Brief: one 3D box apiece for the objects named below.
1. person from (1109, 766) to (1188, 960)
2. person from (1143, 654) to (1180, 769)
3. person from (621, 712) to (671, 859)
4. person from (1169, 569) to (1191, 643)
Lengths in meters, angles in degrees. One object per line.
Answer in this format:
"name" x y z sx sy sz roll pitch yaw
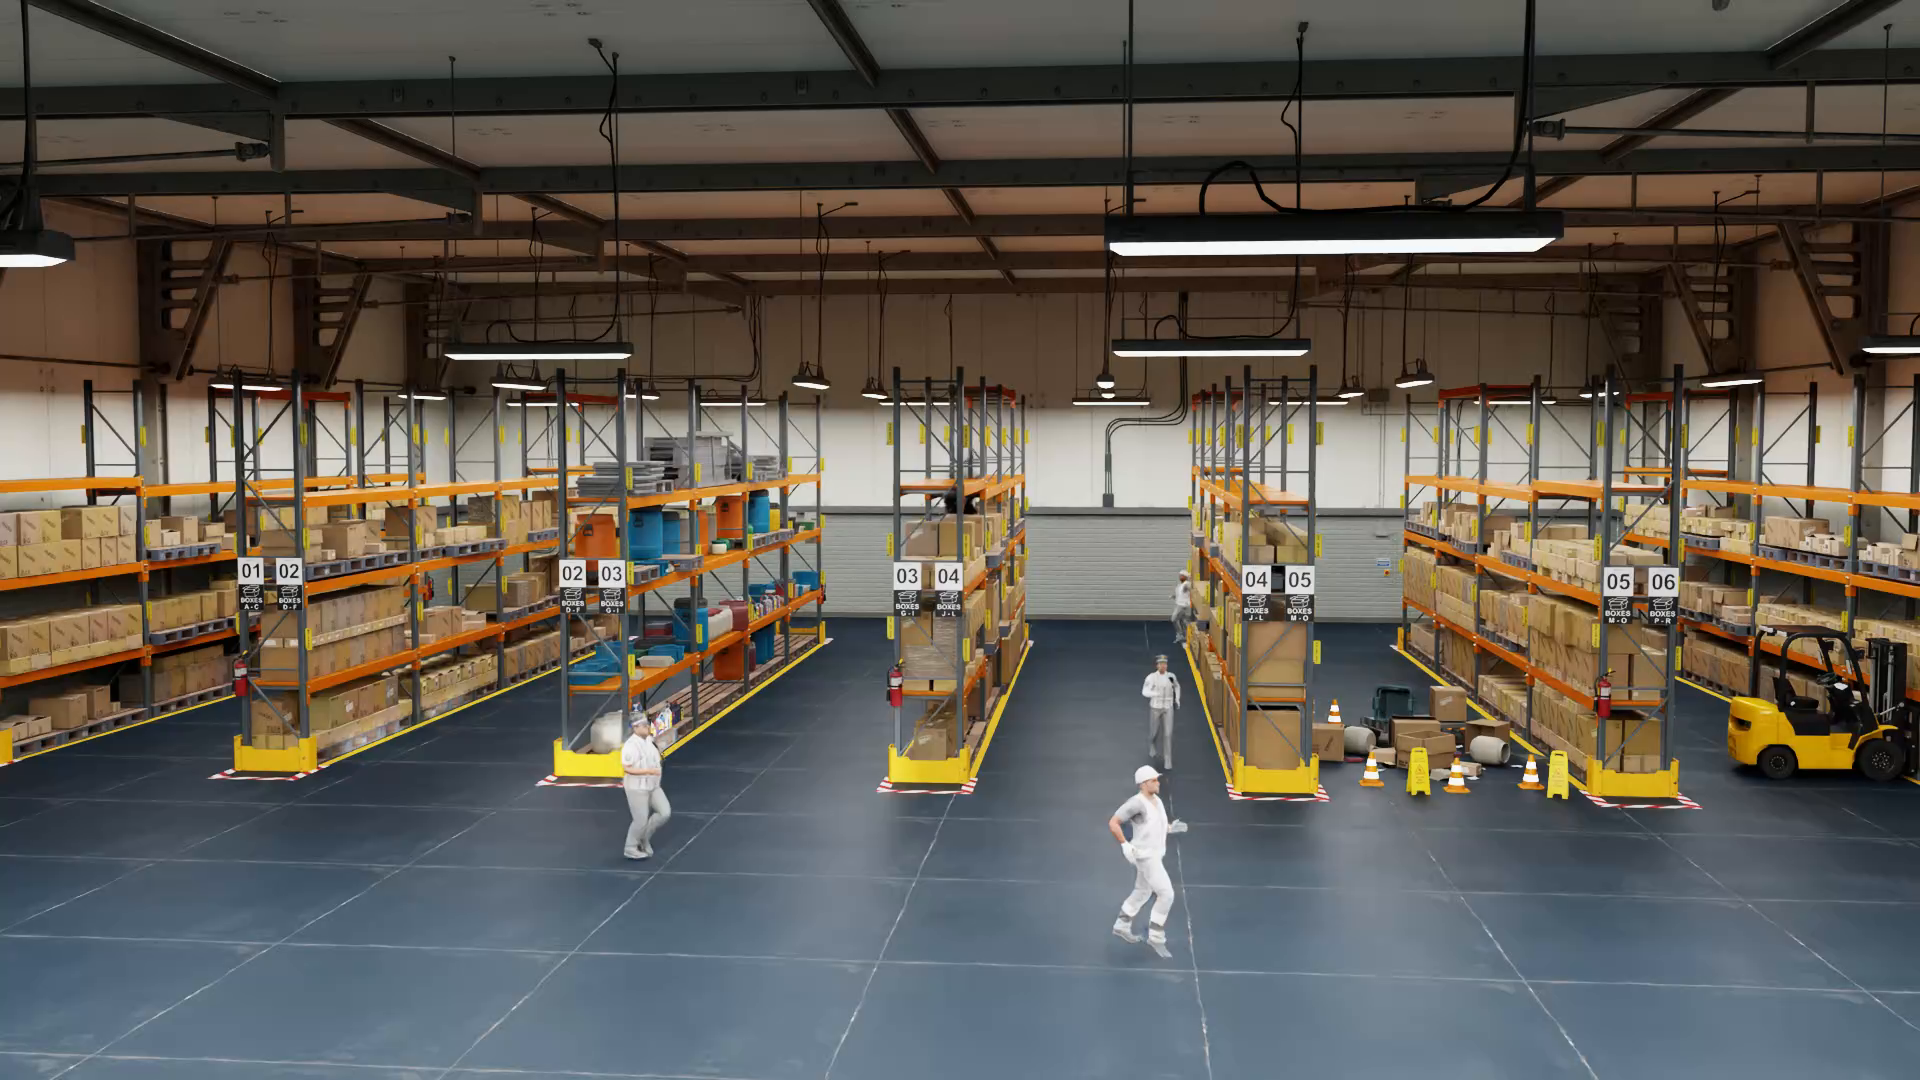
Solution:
"person" 1.821 3.107 16.095 0.774 1.846 0.643 2 4 26
"person" 3.071 2.566 25.259 0.611 1.679 0.939 0 4 -1
"person" -3.684 2.907 19.628 0.645 1.760 0.640 2 4 28
"person" 5.440 1.632 40.532 0.639 1.837 0.745 -1 4 -8
